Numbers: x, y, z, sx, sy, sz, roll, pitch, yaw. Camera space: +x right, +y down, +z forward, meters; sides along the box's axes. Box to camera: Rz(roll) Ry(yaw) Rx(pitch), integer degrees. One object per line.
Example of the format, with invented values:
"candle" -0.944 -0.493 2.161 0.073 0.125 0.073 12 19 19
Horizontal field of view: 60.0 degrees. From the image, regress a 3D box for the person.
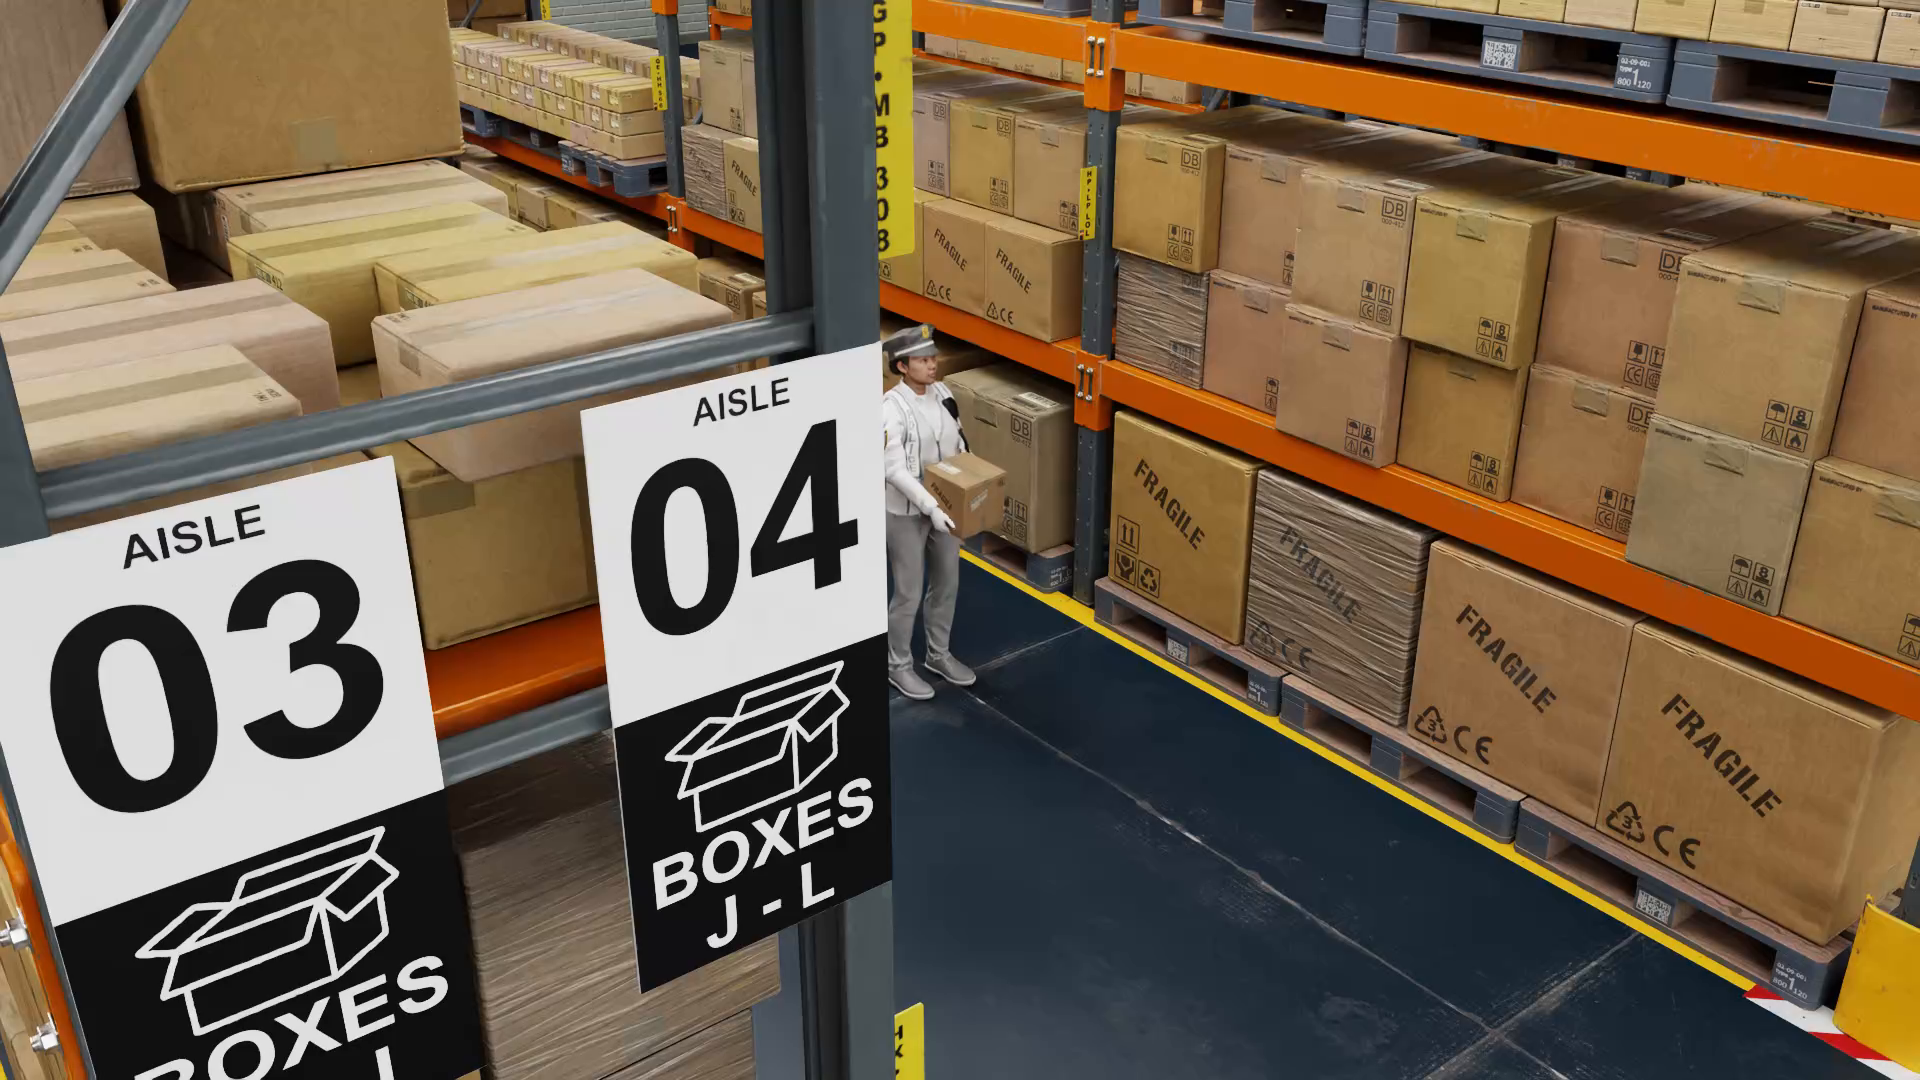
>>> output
"person" -0.119 -0.118 7.323 0.559 1.693 0.466 23 33 40
